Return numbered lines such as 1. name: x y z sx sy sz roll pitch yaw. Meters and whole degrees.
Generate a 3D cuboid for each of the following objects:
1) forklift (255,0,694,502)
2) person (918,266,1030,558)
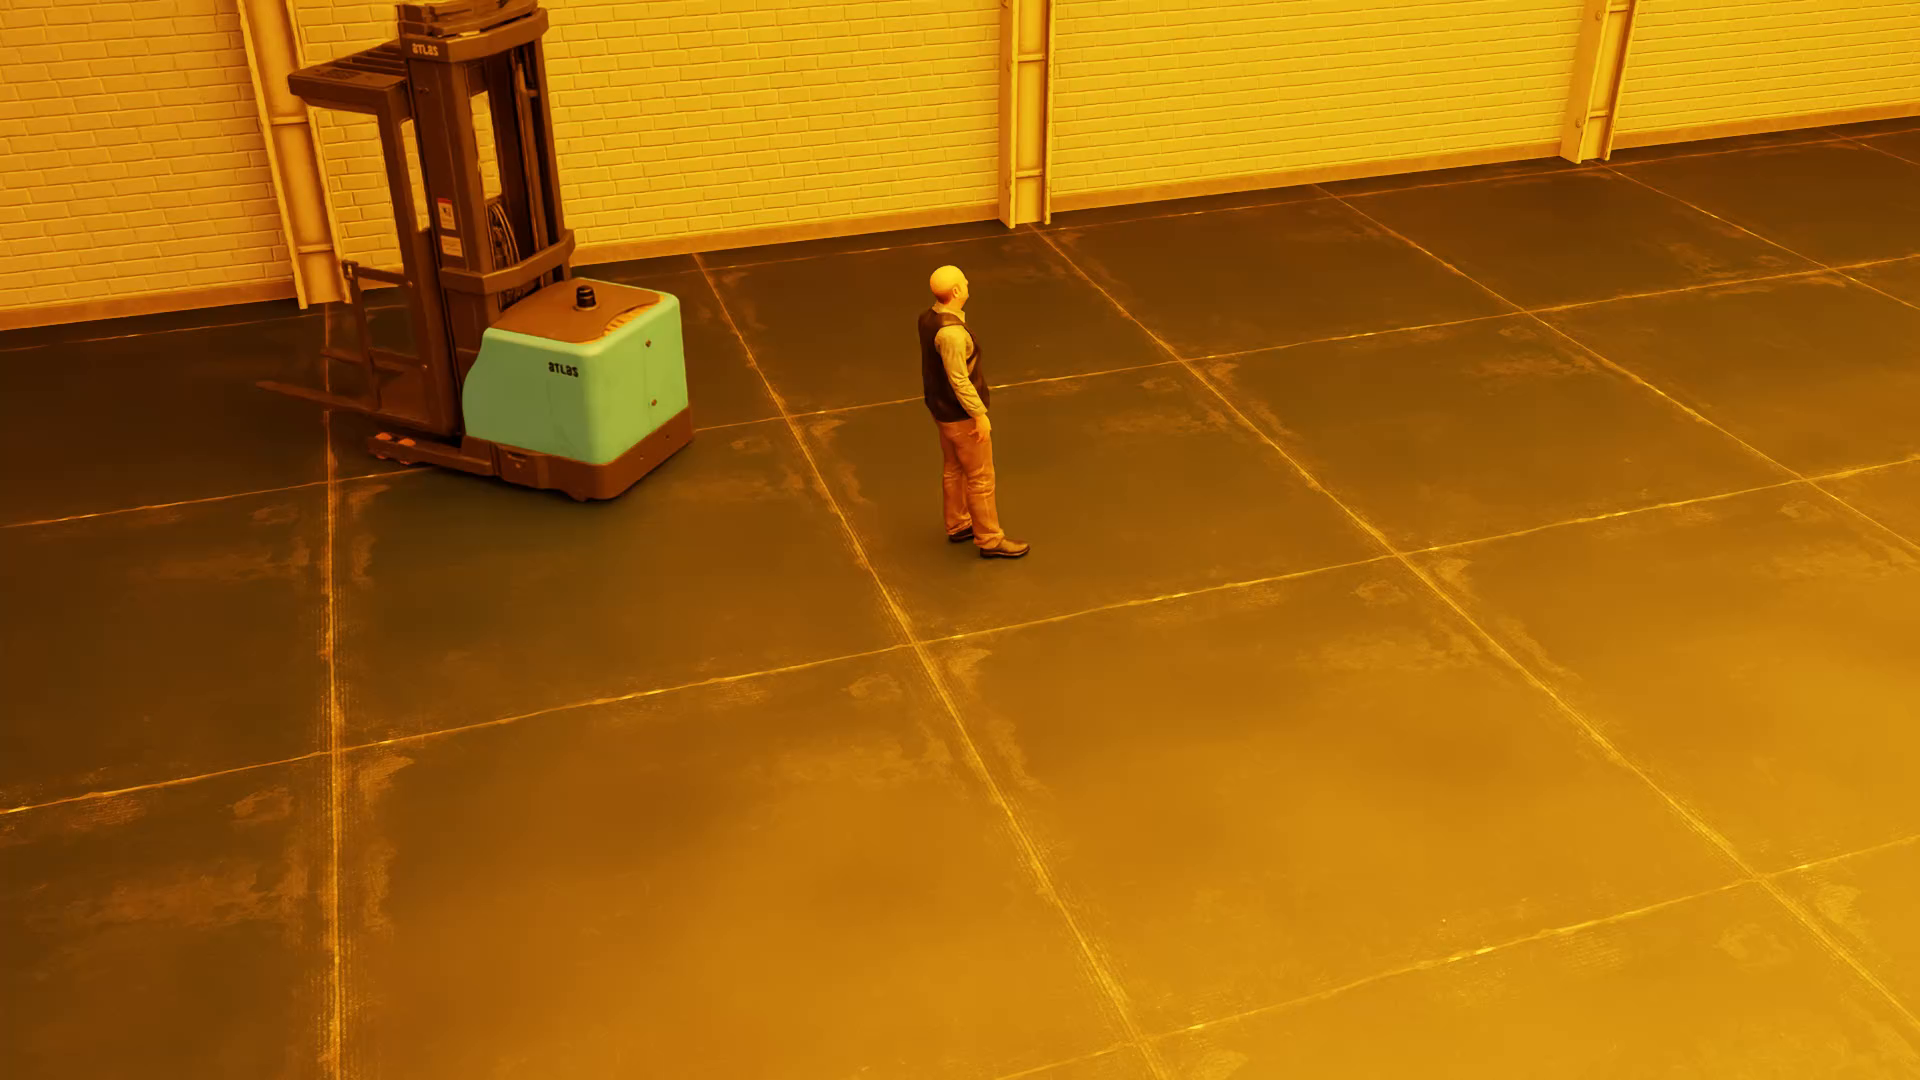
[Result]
1. forklift: -3.337 -1.990 10.546 3.031 2.935 1.130 13 32 21
2. person: 0.062 -0.759 9.605 0.566 1.722 0.633 -10 31 -16
